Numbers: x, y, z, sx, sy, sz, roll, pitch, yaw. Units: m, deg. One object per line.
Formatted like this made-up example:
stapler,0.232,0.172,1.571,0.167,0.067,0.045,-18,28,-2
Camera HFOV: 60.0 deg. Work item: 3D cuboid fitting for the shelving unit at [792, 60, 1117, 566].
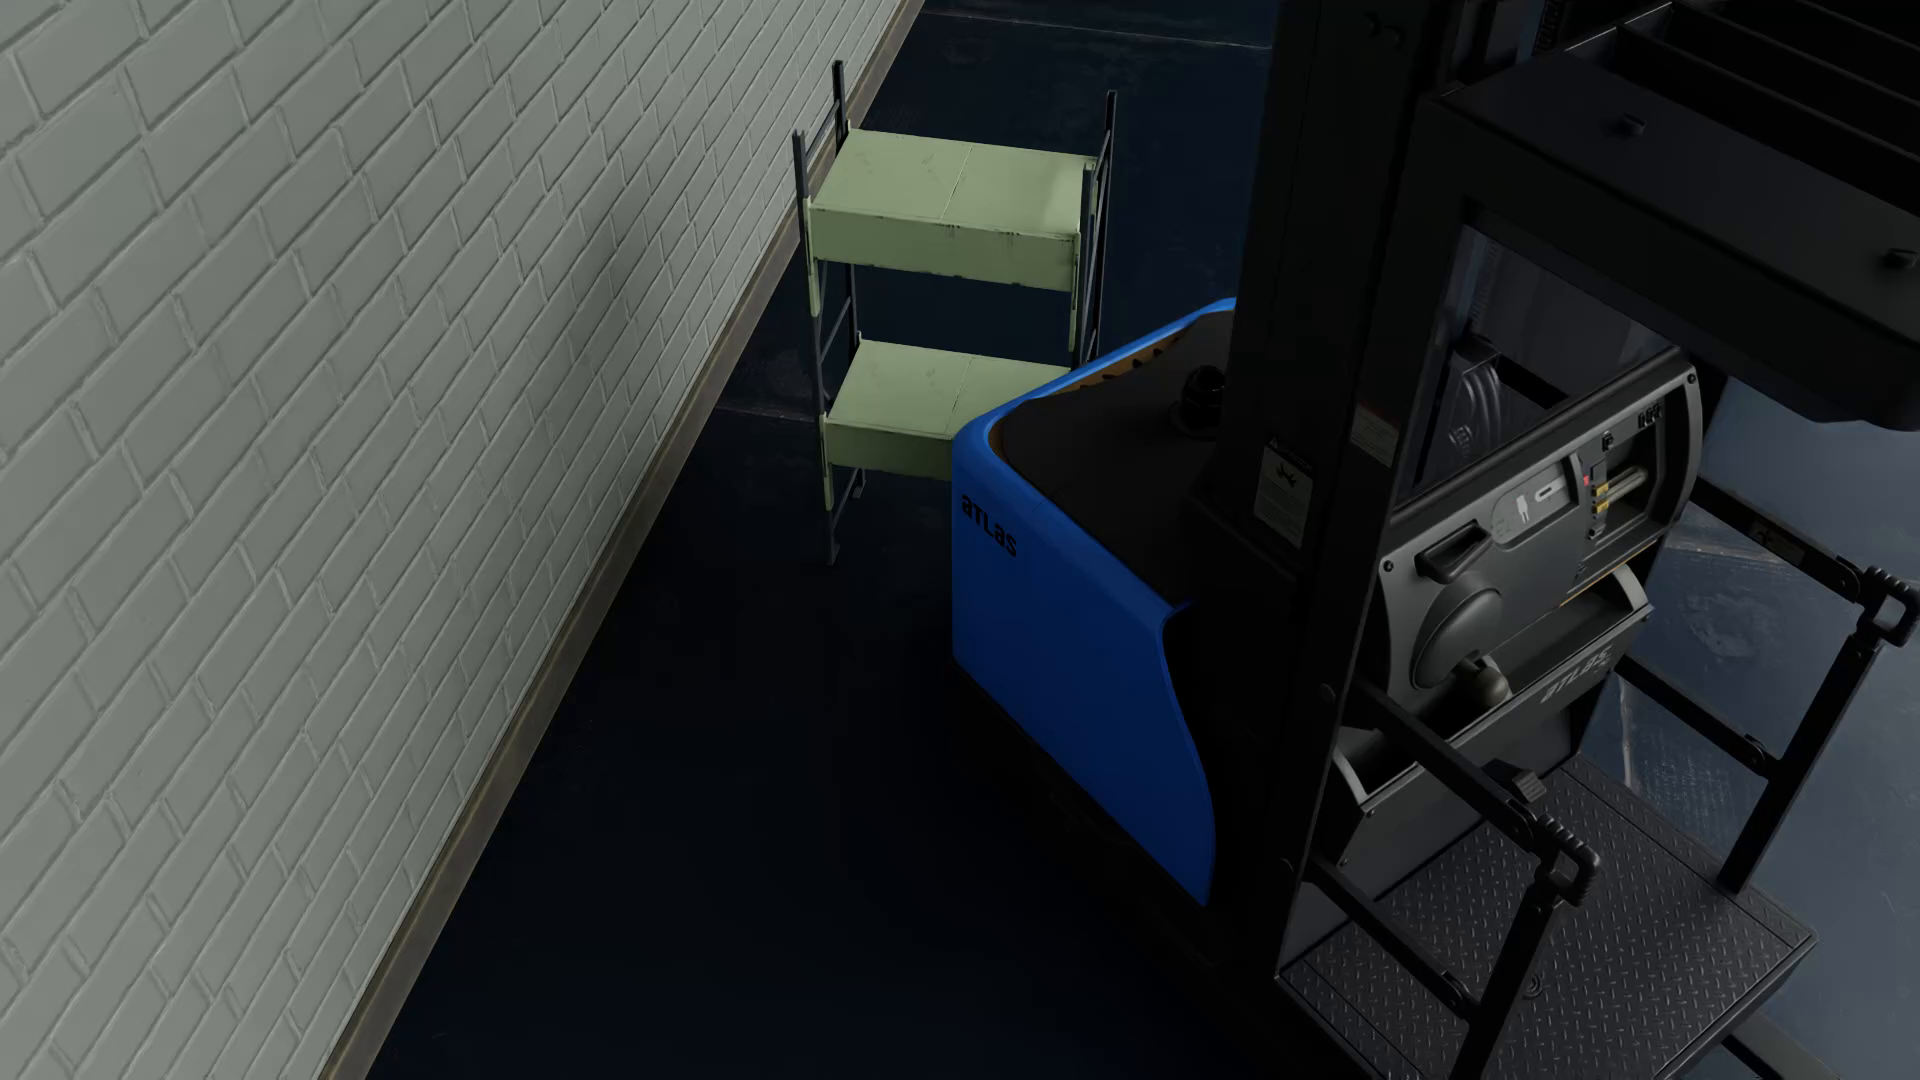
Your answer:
shelving unit,-0.007,-0.541,4.731,0.755,1.500,0.431,9,45,9

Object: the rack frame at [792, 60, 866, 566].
rack frame,-0.364,-0.597,4.789,0.023,1.500,0.400,9,45,9

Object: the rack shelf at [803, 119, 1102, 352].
rack shelf,-0.007,-0.823,4.460,0.720,0.370,0.431,9,45,9

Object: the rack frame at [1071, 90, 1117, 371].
rack frame,0.351,-0.486,4.673,0.023,1.500,0.400,9,45,9

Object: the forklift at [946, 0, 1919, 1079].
forklift,1.251,0.068,3.066,1.130,2.935,3.031,-28,50,-26

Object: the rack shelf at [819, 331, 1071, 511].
rack shelf,-0.007,-0.306,4.957,0.720,0.370,0.431,9,45,9
